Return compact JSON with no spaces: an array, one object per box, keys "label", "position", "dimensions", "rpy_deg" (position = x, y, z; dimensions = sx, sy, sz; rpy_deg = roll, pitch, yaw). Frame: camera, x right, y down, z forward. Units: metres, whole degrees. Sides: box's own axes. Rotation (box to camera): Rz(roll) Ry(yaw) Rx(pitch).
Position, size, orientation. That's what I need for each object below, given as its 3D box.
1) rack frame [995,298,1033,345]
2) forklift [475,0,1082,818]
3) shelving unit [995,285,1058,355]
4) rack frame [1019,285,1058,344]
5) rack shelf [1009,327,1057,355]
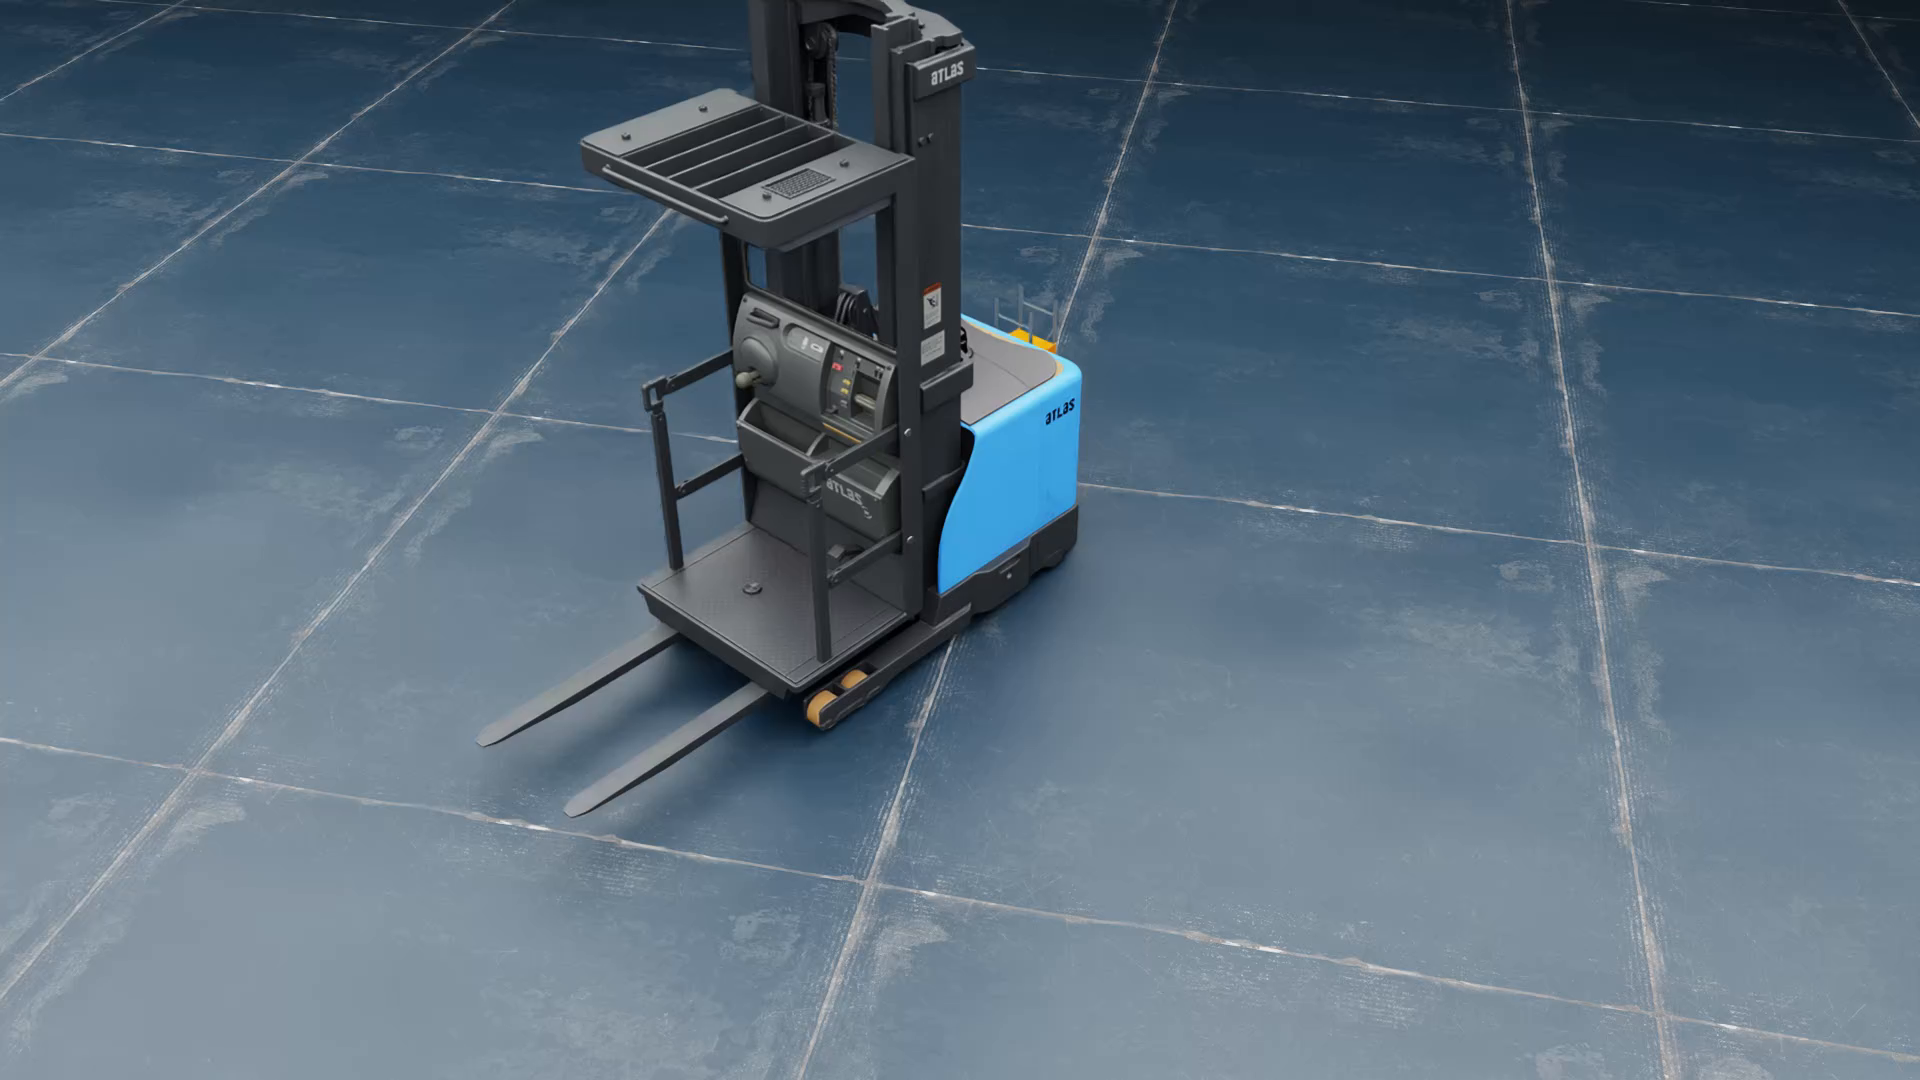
[{"label":"rack frame","position":[0.262,-0.644,8.387],"dimensions":[0.240,1.200,0.006],"rpy_deg":[28,44,33]},{"label":"forklift","position":[-0.773,-0.689,6.974],"dimensions":[1.130,2.935,3.031],"rpy_deg":[28,44,33]},{"label":"shelving unit","position":[0.323,-0.684,8.442],"dimensions":[0.258,1.200,0.189],"rpy_deg":[28,44,33]},{"label":"rack frame","position":[0.385,-0.724,8.496],"dimensions":[0.240,1.200,0.006],"rpy_deg":[28,44,33]},{"label":"rack shelf","position":[0.323,-0.940,8.256],"dimensions":[0.258,0.103,0.180],"rpy_deg":[28,44,33]}]
